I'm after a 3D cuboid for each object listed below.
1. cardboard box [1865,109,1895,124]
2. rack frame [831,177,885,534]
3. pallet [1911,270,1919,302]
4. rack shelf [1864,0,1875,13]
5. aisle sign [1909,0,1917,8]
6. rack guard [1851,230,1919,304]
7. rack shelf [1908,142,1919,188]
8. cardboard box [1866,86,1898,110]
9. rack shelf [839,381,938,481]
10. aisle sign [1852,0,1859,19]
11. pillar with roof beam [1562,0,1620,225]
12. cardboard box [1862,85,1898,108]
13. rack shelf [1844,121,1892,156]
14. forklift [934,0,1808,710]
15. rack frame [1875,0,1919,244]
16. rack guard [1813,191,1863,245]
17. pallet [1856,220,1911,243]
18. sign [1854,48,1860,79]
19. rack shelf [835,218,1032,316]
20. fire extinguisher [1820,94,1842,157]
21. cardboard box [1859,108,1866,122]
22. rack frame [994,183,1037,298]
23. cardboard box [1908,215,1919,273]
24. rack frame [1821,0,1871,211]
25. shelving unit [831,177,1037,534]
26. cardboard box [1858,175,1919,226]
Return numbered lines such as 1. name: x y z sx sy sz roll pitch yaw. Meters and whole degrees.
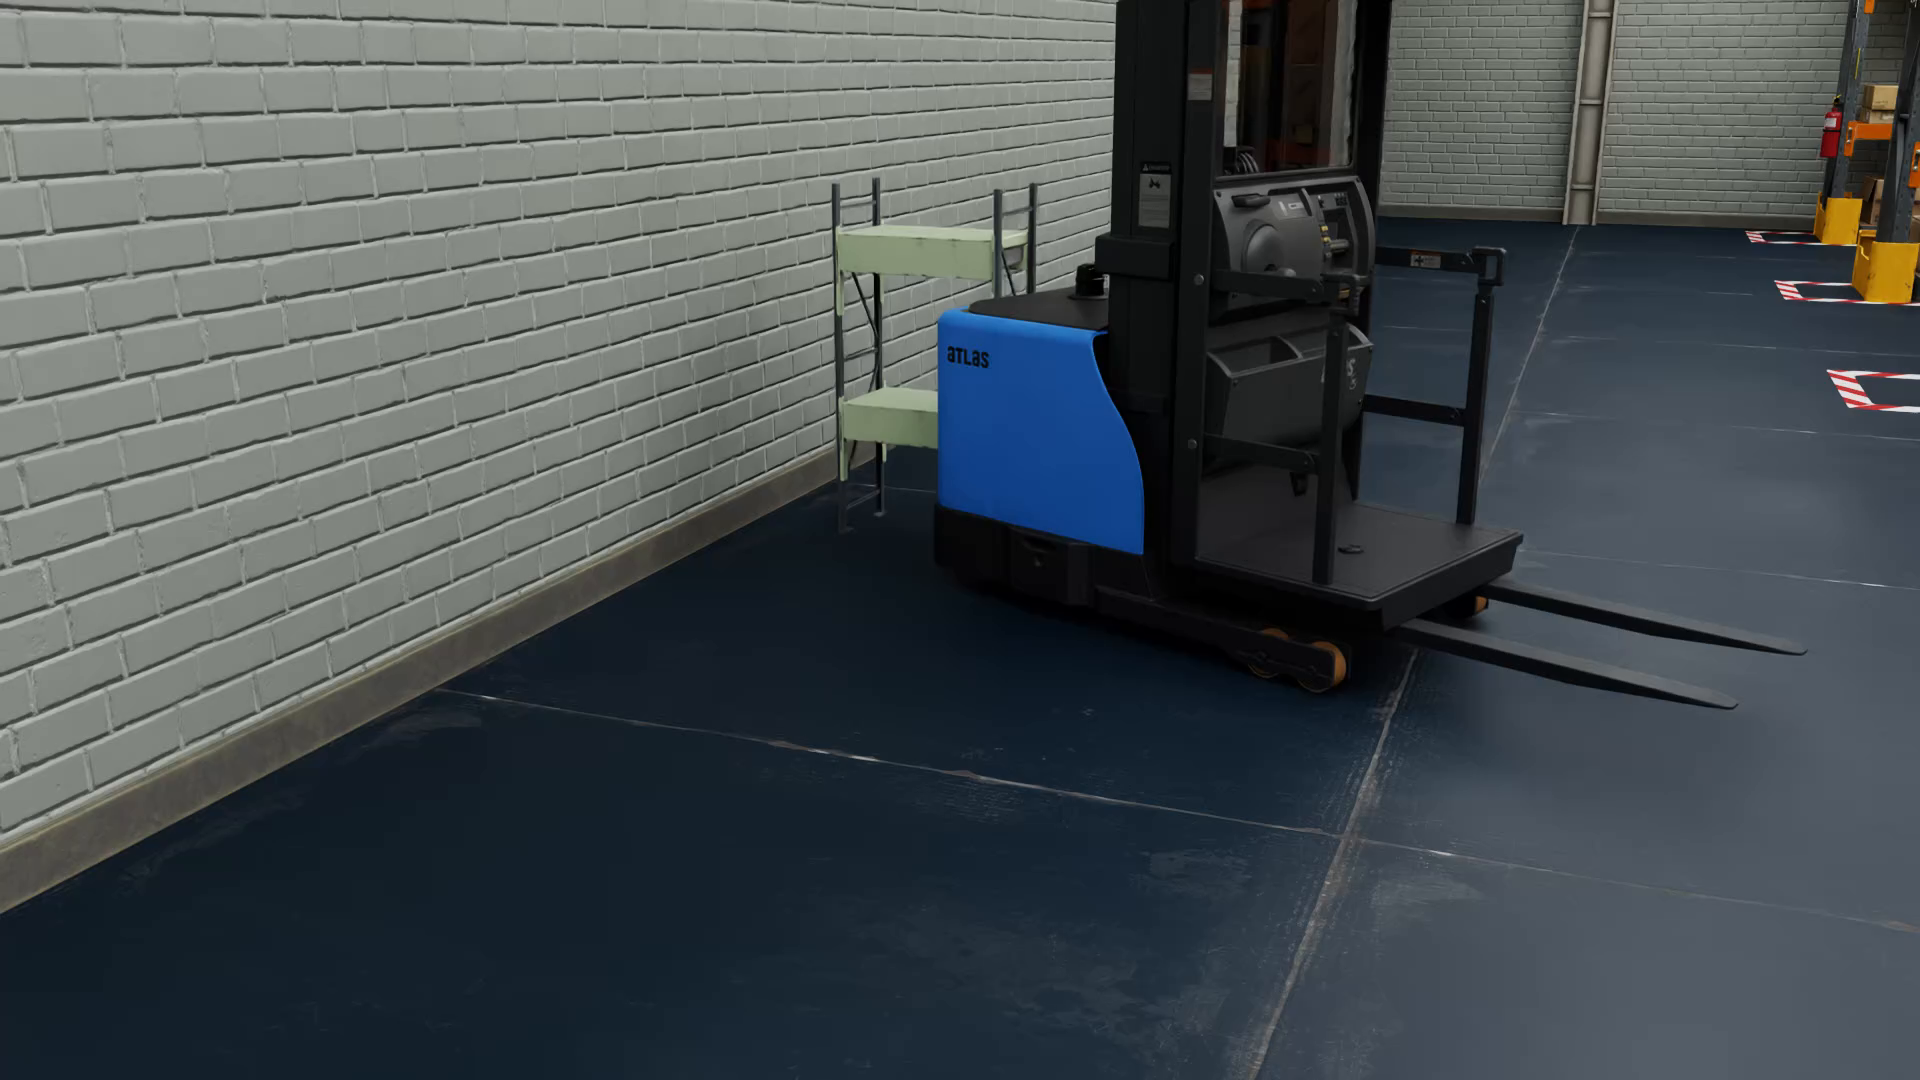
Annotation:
1. cardboard box: 10.130 -4.662 18.302 0.250 0.149 0.380 6 17 20
2. rack frame: -0.438 -0.799 7.236 0.023 1.500 0.400 7 18 24
3. pallet: 8.879 -2.199 14.369 1.213 0.211 1.003 6 17 21
4. rack shelf: 11.785 -5.778 17.605 4.000 0.370 1.077 6 17 21
5. aisle sign: 8.154 -4.936 14.132 0.004 0.787 0.394 6 17 21
6. rack guard: 8.084 -2.401 14.549 0.348 0.500 1.175 6 17 21
7. rack shelf: 9.967 -3.049 13.588 4.000 0.370 1.077 6 17 21
8. cardboard box: 10.248 -4.842 18.207 0.500 0.250 0.500 6 17 21
9. rack shelf: -0.105 -0.443 7.180 0.720 0.370 0.431 7 18 24
10. aisle sign: 9.753 -6.066 18.027 0.004 0.787 0.394 6 17 21
11. pillar with roof beam: 6.167 -7.161 15.701 0.400 9.000 9.100 6 17 21
12. cardboard box: 10.450 -4.980 18.682 0.500 0.250 0.500 7 18 22
13. rack shelf: 11.785 -4.337 18.023 4.000 0.370 1.077 6 17 21
14. forklift: 1.318 -1.071 5.607 3.031 2.935 1.130 15 22 41
15. rack frame: 8.107 -3.599 14.192 0.127 3.000 1.000 6 17 21
16. rack guard: 9.995 -3.679 18.950 0.348 0.500 1.175 6 17 21
17. pallet: 10.737 -3.459 18.710 1.213 0.211 1.003 6 17 21
18. sign: 9.726 -5.162 18.022 0.005 0.325 0.100 6 17 21
19. rack shelf: -0.105 -1.131 6.980 0.720 0.370 0.431 7 18 24
20. fire extinguisher: 9.618 -4.566 18.330 0.183 0.674 0.296 6 17 21
21. cardboard box: 10.331 -4.802 18.786 0.250 0.149 0.380 6 17 20
22. rack frame: 0.227 -0.714 6.942 0.023 1.500 0.400 7 18 24
23. cardboard box: 8.757 -2.529 14.348 0.875 0.438 0.875 6 17 19
24. rack frame: 9.924 -4.887 18.628 0.127 3.000 1.000 6 17 21
25. shelving unit: -0.105 -0.756 7.089 0.755 1.500 0.431 7 18 24
26. cardboard box: 10.459 -3.803 18.617 0.637 0.503 0.797 6 17 18
